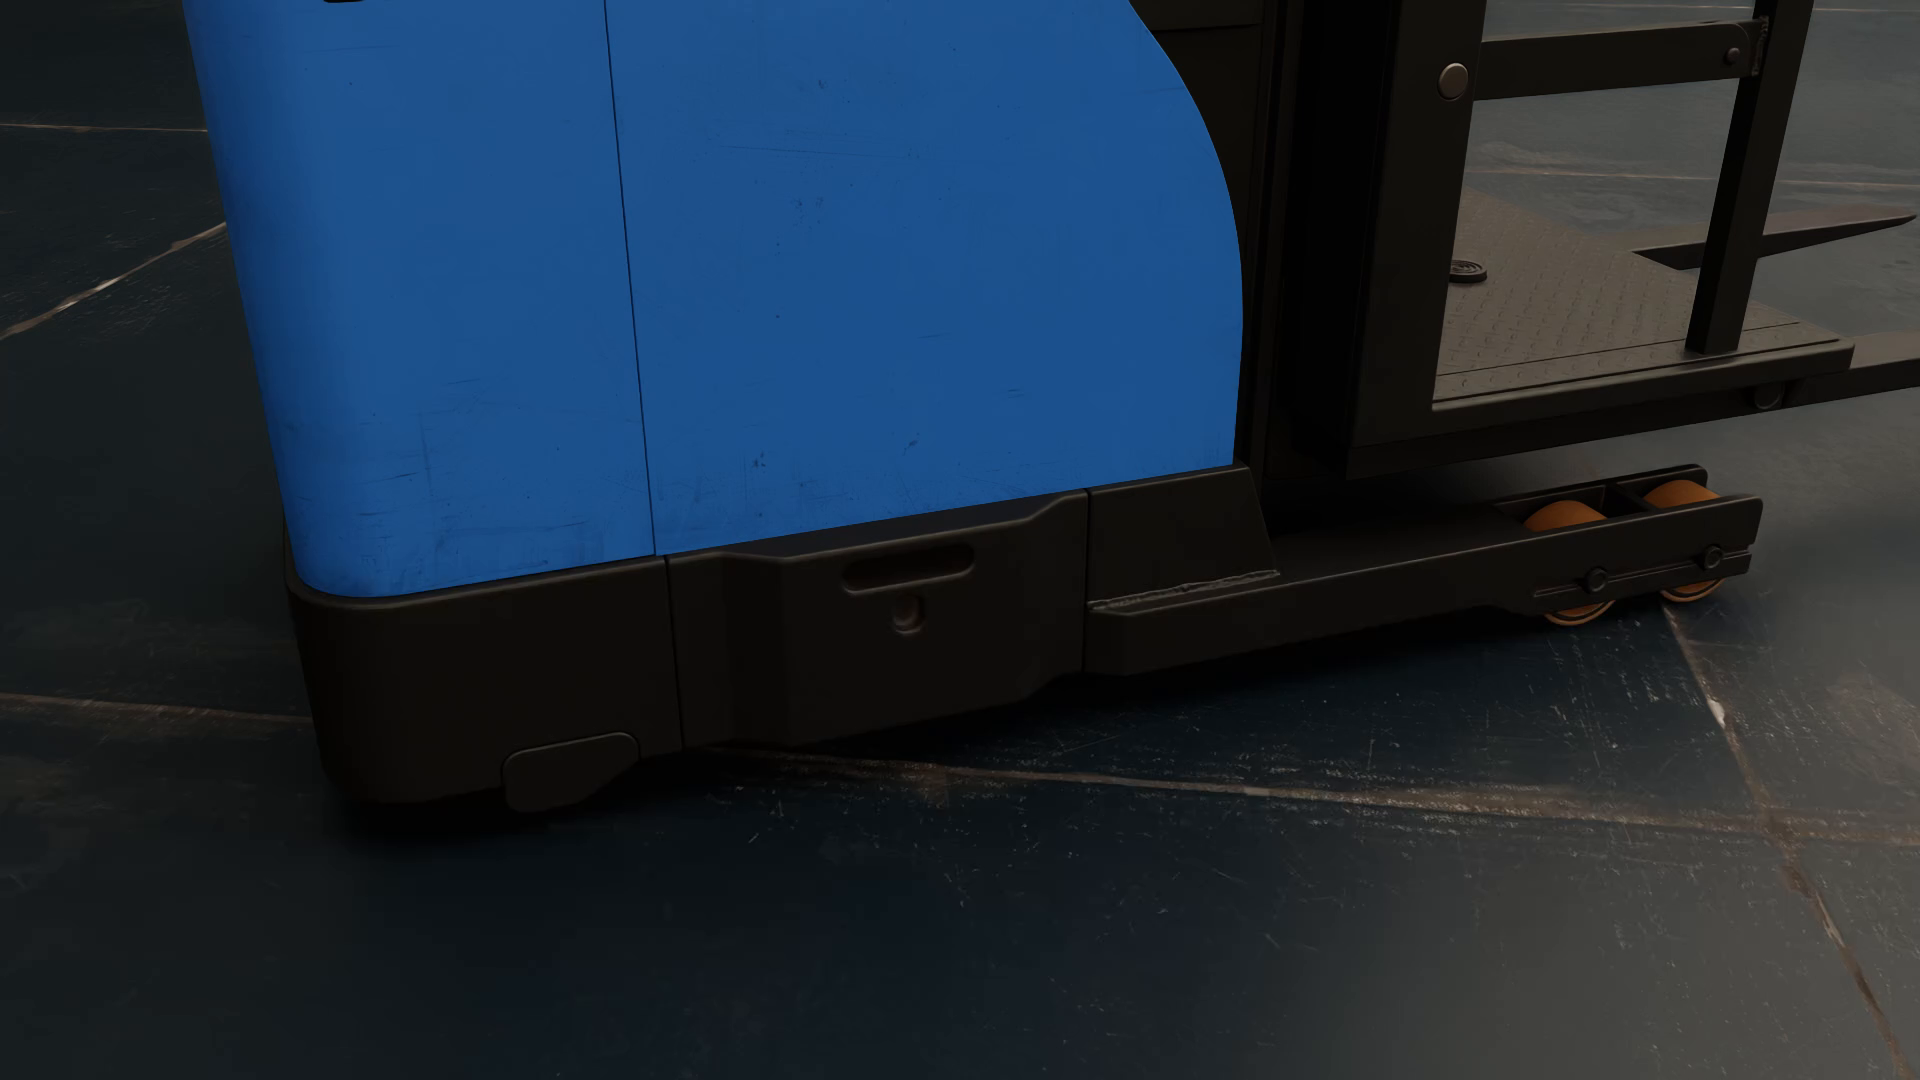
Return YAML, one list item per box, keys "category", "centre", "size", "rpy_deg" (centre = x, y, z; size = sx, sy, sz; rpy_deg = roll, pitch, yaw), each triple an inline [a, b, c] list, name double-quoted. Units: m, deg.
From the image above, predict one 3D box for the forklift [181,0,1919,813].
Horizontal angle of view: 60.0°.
- category: "forklift"
  centre: [0.572, -1.406, 2.035]
  size: [3.031, 2.935, 1.130]
  rpy_deg: [-9, 28, -18]
